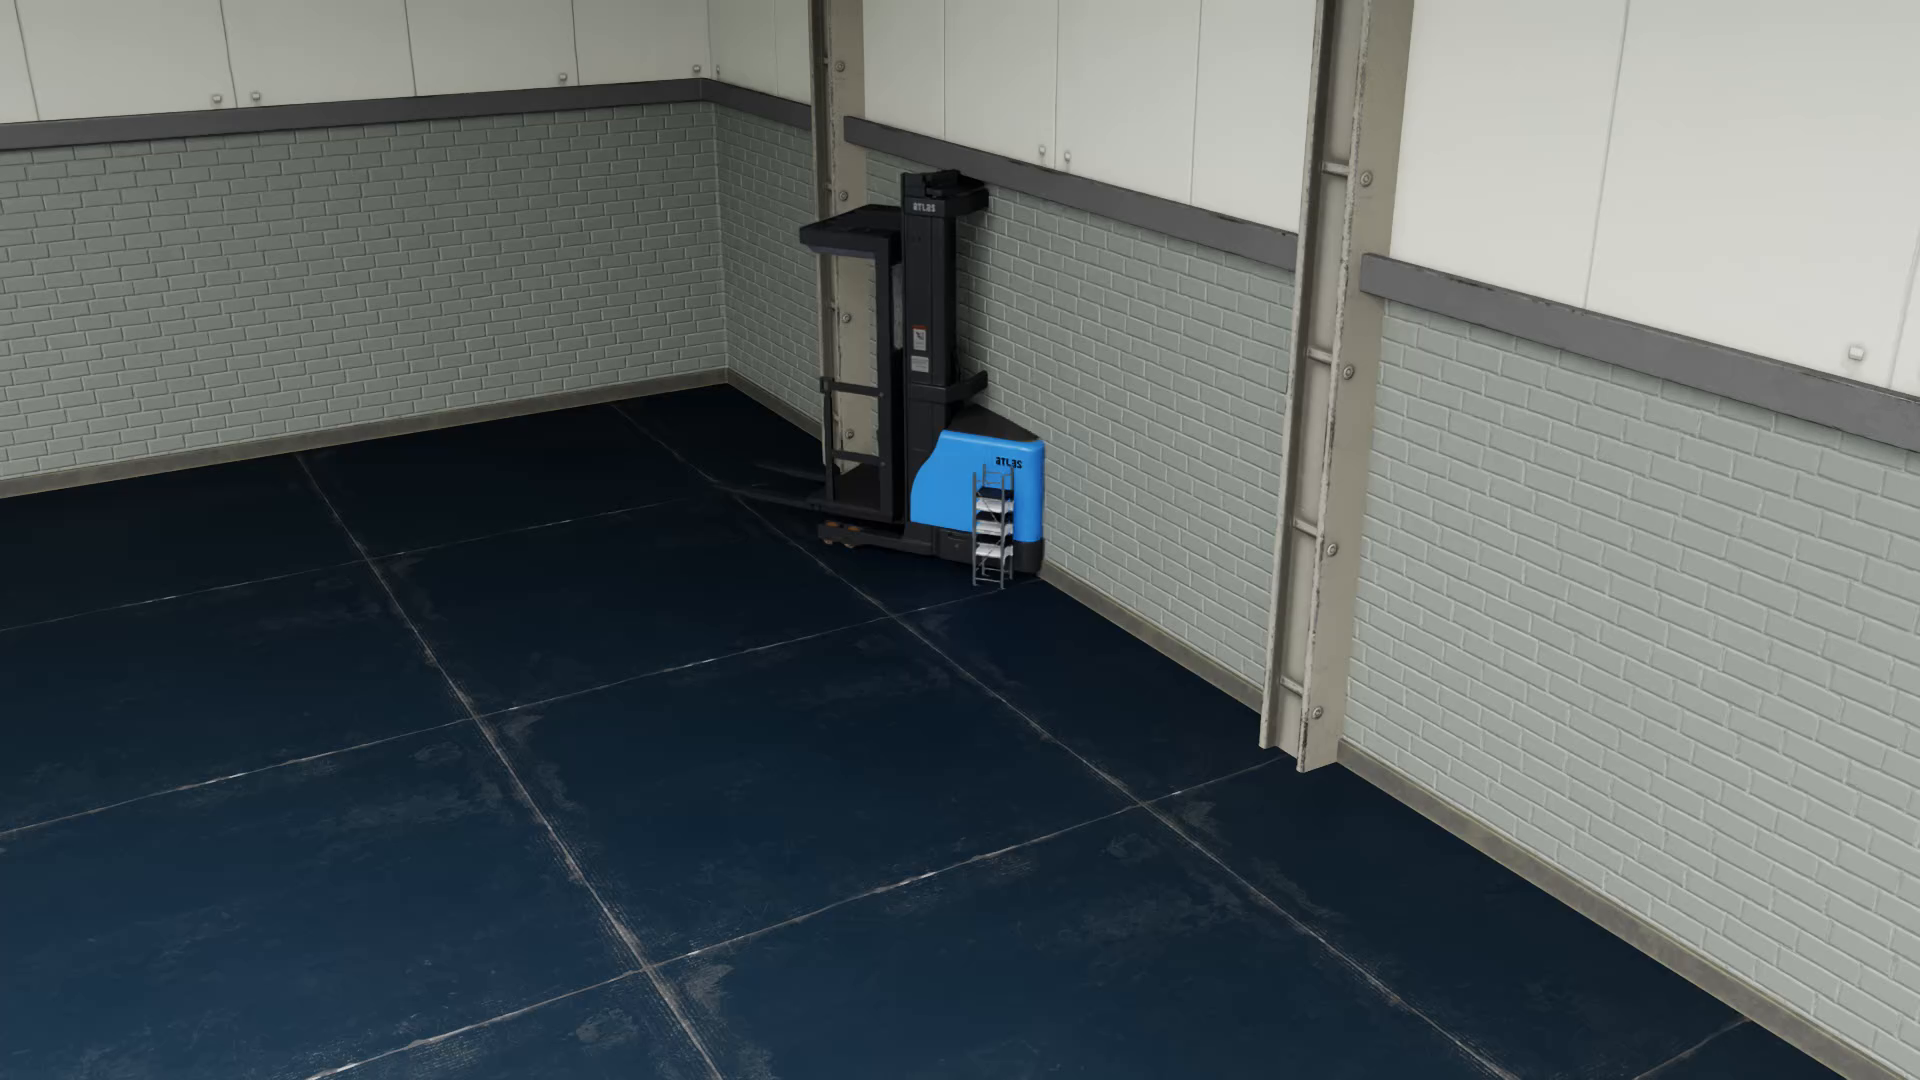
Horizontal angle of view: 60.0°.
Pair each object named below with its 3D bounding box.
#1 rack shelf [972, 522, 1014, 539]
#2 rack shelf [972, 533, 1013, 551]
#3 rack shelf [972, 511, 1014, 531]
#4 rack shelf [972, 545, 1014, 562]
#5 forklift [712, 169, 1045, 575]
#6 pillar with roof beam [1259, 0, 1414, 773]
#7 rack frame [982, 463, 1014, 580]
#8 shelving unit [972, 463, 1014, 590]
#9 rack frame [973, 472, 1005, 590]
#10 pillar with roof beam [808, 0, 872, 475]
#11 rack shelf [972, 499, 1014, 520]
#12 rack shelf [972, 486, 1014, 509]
[{"bbox_3d":[0.245,-0.066,12.333,0.258,0.077,0.200,8,23,19],"label":"rack shelf"},{"bbox_3d":[0.245,0.018,12.367,0.258,0.077,0.200,8,23,19],"label":"rack shelf"},{"bbox_3d":[0.245,-0.149,12.300,0.258,0.077,0.200,8,23,19],"label":"rack shelf"},{"bbox_3d":[0.245,0.101,12.401,0.258,0.077,0.200,8,23,19],"label":"rack shelf"},{"bbox_3d":[-0.558,-1.463,12.987,3.031,2.935,1.130,11,24,24],"label":"forklift"},{"bbox_3d":[-1.640,-2.050,6.372,9.100,9.000,0.400,-13,25,-28],"label":"pillar with roof beam"},{"bbox_3d":[0.280,-0.132,12.409,0.240,0.900,0.006,8,23,19],"label":"rack frame"},{"bbox_3d":[0.245,-0.096,12.321,0.258,0.900,0.210,8,23,19],"label":"shelving unit"},{"bbox_3d":[0.210,-0.061,12.233,0.240,0.900,0.006,8,23,19],"label":"rack frame"},{"bbox_3d":[-4.705,-3.993,11.151,9.100,9.000,0.400,-13,25,-28],"label":"pillar with roof beam"},{"bbox_3d":[0.245,-0.232,12.266,0.258,0.077,0.200,8,23,19],"label":"rack shelf"},{"bbox_3d":[0.245,-0.316,12.232,0.258,0.077,0.200,8,23,19],"label":"rack shelf"}]
